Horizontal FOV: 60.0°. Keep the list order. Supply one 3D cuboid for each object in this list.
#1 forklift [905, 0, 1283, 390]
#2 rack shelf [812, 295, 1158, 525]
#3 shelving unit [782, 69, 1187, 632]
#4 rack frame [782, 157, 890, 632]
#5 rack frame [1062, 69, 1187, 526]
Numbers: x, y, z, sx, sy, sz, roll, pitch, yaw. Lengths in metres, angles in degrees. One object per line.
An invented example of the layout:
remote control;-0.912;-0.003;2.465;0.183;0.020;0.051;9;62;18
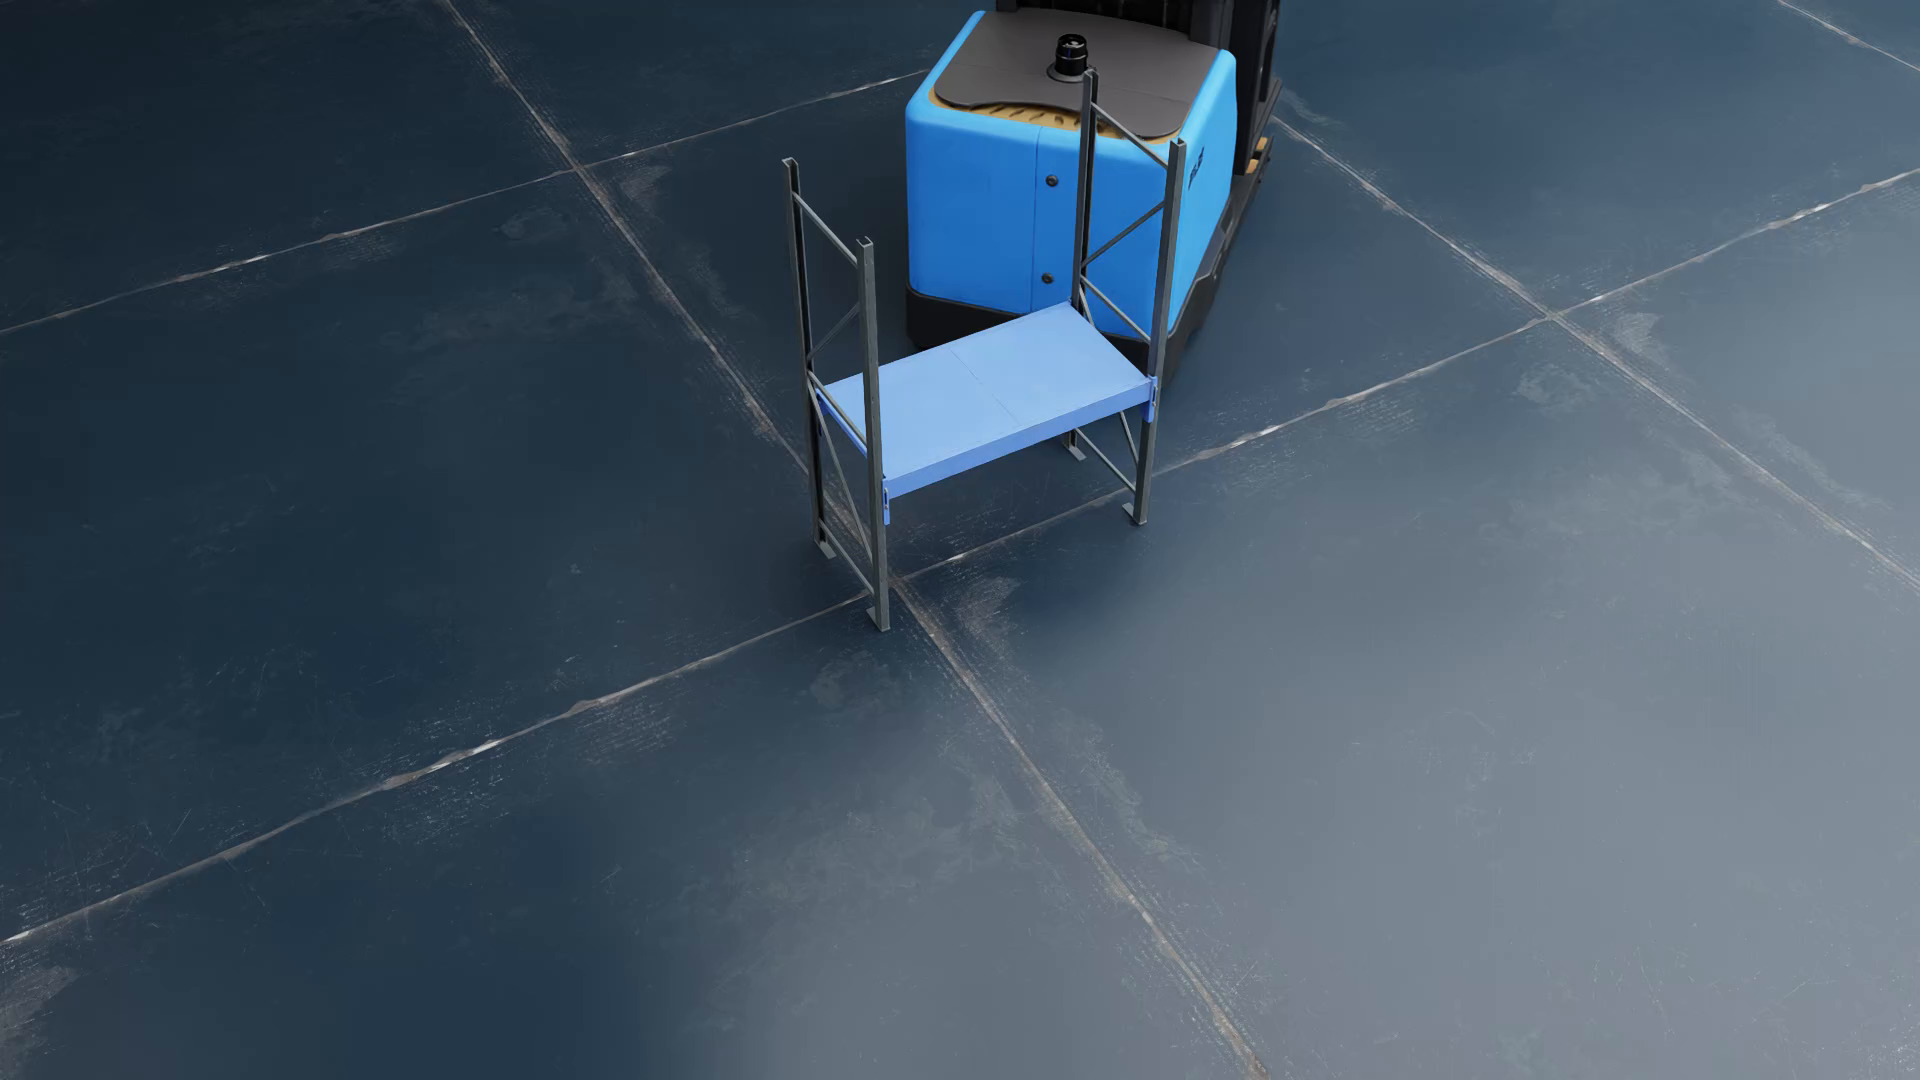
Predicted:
forklift;0.758;-2.642;6.368;1.130;2.935;3.031;14;46;14
rack shelf;0.074;-0.439;5.383;1.000;0.185;0.538;-22;48;-21
shelving unit;0.074;-0.568;5.258;1.048;1.500;0.538;-22;48;-21
rack frame;-0.367;-0.391;5.076;0.032;1.500;0.500;-22;48;-21
rack frame;0.515;-0.744;5.440;0.032;1.500;0.500;-22;48;-21
